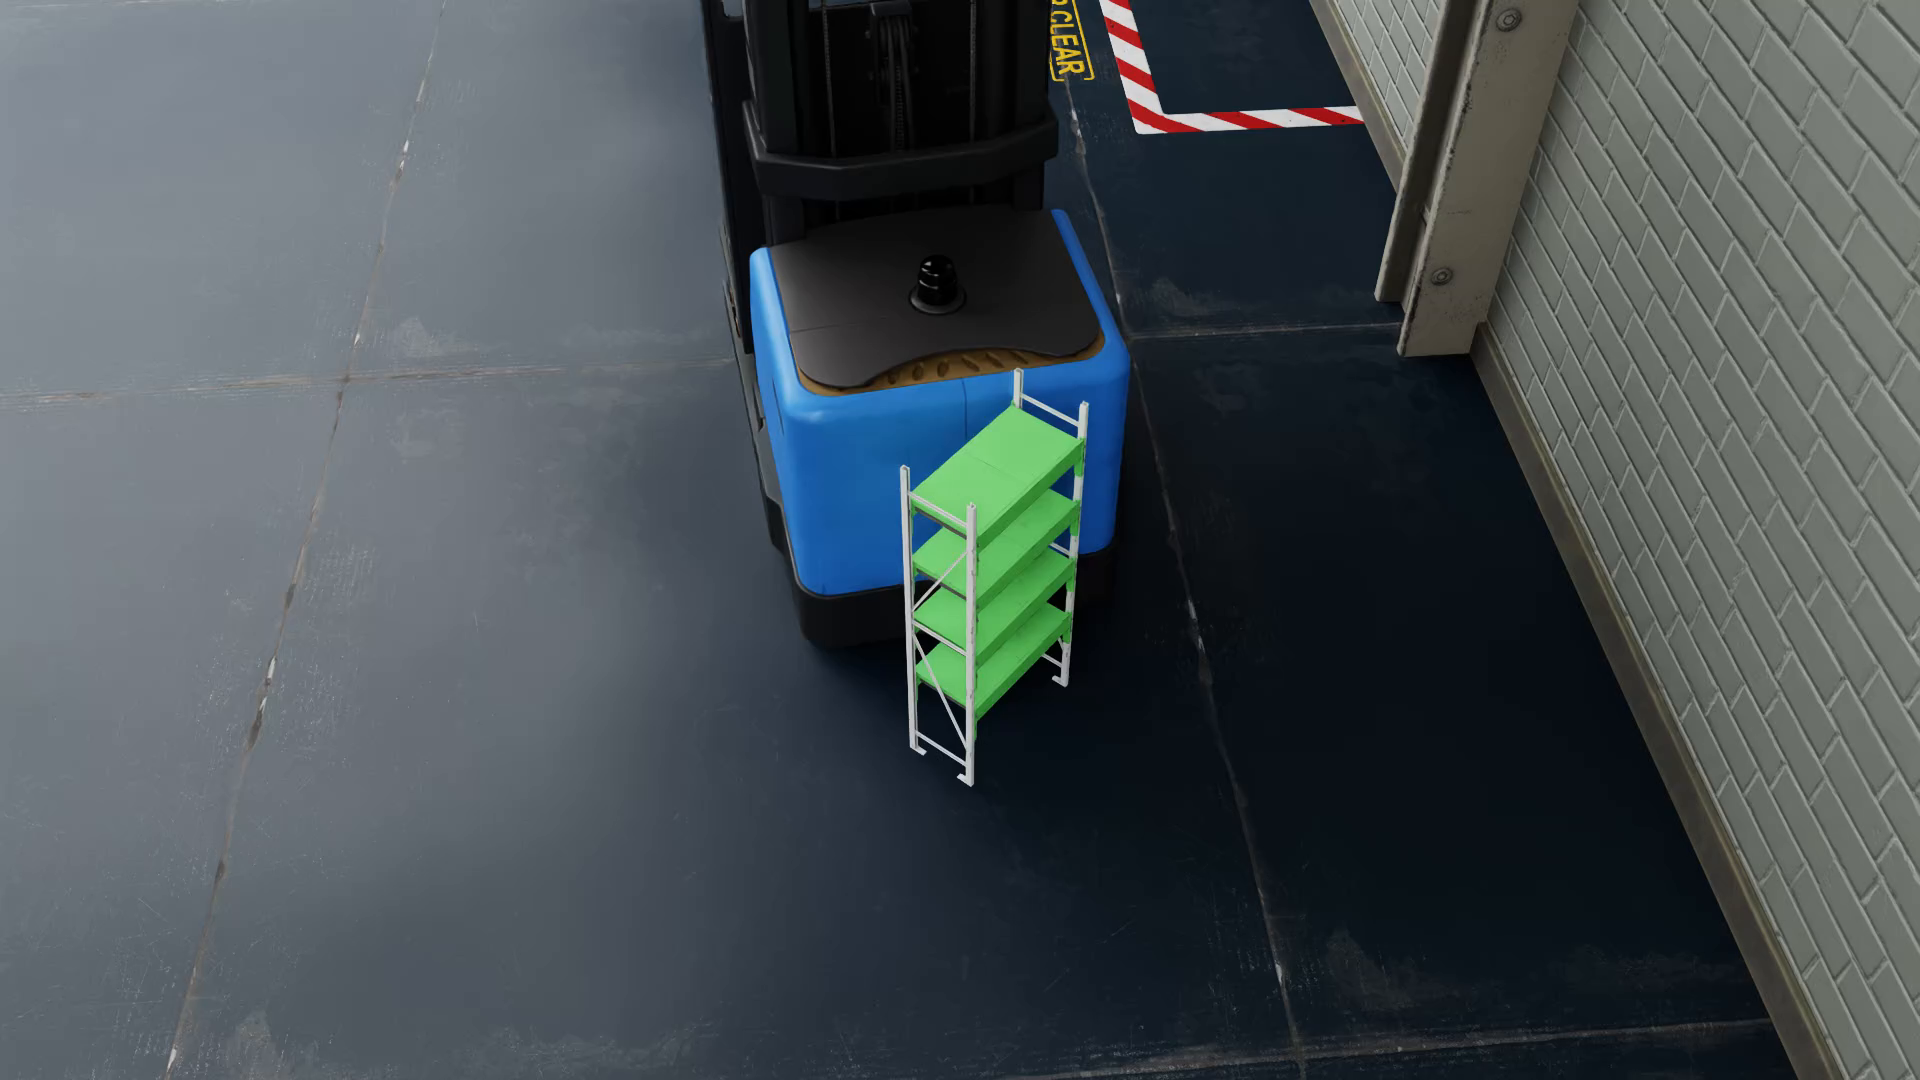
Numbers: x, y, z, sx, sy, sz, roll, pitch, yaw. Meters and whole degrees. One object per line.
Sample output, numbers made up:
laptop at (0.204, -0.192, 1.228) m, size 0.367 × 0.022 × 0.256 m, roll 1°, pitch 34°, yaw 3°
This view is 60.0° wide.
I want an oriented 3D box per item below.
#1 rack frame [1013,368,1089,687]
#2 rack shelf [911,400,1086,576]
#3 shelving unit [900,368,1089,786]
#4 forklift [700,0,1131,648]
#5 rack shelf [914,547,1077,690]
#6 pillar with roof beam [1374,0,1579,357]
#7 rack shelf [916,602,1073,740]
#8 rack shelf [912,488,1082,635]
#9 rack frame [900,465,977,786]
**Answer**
rack frame at (0.247, -0.001, 4.924) m, size 0.240 × 1.200 × 0.015 m, roll 30°, pitch 53°, yaw 25°
rack shelf at (0.095, -0.148, 4.491) m, size 0.258 × 0.148 × 0.480 m, roll 30°, pitch 53°, yaw 25°
shelving unit at (0.095, 0.138, 4.793) m, size 0.258 × 1.200 × 0.503 m, roll 30°, pitch 53°, yaw 25°
forklift at (-0.307, -1.753, 5.391) m, size 1.130 × 2.935 × 3.031 m, roll -9°, pitch 47°, yaw -9°
rack shelf at (0.095, 0.182, 4.839) m, size 0.258 × 0.148 × 0.480 m, roll 30°, pitch 53°, yaw 25°
pillar with roof beam at (-2.454, -3.693, 3.050) m, size 9.100 × 9.000 × 0.400 m, roll -3°, pitch 47°, yaw -3°
rack shelf at (0.095, 0.347, 5.013) m, size 0.258 × 0.148 × 0.480 m, roll 30°, pitch 53°, yaw 25°
rack shelf at (0.095, 0.017, 4.665) m, size 0.258 × 0.148 × 0.480 m, roll 30°, pitch 53°, yaw 25°
rack frame at (-0.056, 0.277, 4.661) m, size 0.240 × 1.200 × 0.015 m, roll 30°, pitch 53°, yaw 25°
